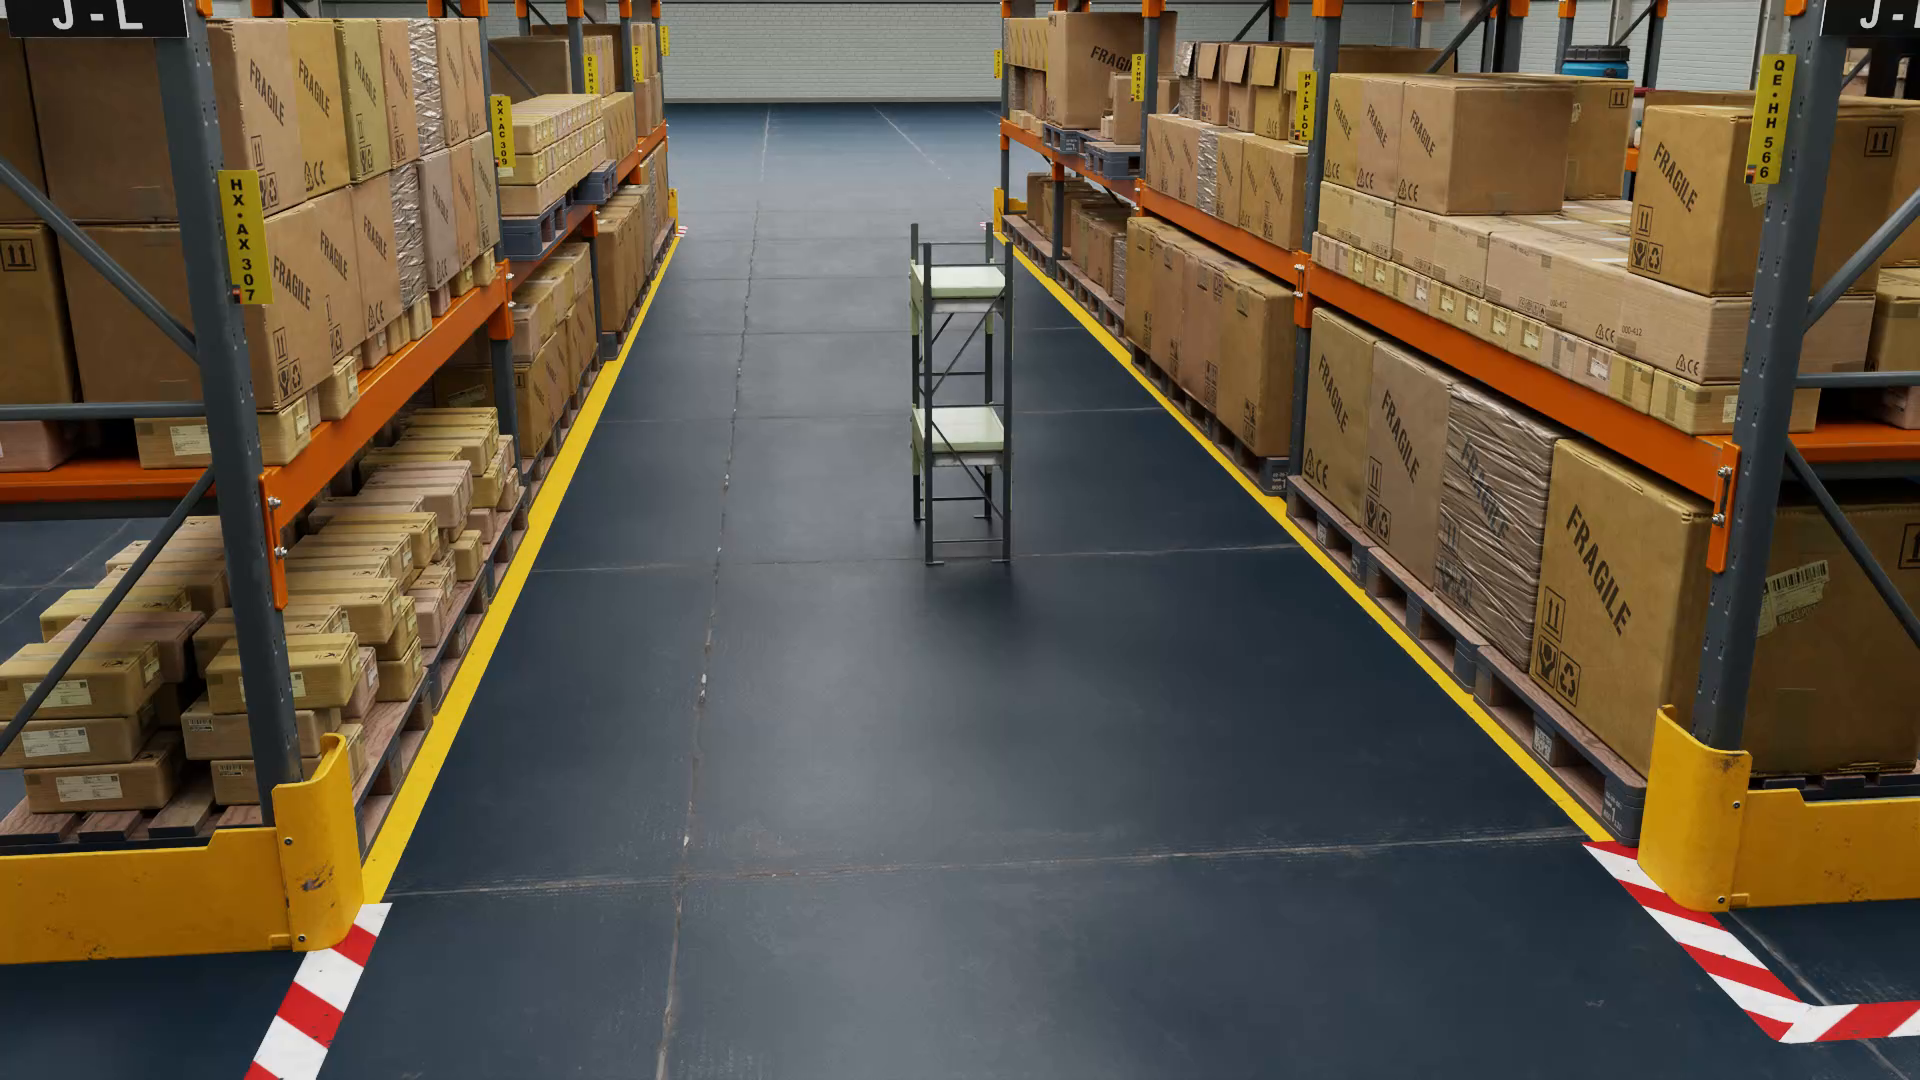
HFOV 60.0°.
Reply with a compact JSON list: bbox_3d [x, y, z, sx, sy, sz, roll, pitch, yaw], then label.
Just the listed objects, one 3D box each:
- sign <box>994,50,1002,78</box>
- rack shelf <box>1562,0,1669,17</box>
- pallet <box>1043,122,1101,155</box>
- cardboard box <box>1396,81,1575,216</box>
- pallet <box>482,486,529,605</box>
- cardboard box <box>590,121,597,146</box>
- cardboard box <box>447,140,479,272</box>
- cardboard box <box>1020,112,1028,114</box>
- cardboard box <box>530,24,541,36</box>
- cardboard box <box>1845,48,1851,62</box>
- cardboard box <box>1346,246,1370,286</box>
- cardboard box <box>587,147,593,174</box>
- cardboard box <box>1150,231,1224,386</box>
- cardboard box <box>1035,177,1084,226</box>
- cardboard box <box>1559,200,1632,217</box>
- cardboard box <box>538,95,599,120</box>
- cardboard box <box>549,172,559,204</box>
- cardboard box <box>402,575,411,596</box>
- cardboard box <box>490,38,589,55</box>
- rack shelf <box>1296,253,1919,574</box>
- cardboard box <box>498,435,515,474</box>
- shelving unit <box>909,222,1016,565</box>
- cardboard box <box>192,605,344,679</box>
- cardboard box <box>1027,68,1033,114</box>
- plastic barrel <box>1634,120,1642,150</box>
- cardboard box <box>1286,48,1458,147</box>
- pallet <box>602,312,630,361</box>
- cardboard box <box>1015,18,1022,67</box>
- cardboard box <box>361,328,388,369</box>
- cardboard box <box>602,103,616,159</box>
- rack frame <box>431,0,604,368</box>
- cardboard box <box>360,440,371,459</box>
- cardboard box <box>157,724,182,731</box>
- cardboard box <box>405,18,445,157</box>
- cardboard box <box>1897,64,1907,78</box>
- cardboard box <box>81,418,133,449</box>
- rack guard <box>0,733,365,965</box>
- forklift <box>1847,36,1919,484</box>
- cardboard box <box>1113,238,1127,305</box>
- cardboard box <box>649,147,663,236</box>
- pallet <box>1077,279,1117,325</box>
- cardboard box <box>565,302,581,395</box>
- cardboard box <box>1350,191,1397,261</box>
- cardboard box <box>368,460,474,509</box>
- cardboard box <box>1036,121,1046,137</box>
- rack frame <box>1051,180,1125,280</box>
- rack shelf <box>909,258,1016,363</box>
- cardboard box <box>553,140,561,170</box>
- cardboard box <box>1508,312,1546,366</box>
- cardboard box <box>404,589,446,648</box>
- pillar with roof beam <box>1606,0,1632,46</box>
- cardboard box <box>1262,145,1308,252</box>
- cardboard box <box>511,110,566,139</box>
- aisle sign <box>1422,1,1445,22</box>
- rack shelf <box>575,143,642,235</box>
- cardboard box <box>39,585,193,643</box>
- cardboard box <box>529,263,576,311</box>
[{"bbox_3d":[0.454,-5.599,19.559,0.100,0.325,0.005,-2,18,-6],"label":"sign"},{"bbox_3d":[6.539,-4.656,14.194,1.077,0.370,4.000,-2,18,-6],"label":"rack shelf"},{"bbox_3d":[1.341,-3.688,15.235,1.003,0.211,1.213,-2,18,-6],"label":"pallet"},{"bbox_3d":[2.128,-1.604,6.779,0.500,0.500,0.500,-2,18,-7],"label":"cardboard box"},{"bbox_3d":[-2.608,0.025,7.746,1.003,0.211,1.213,-2,18,-6],"label":"pallet"},{"bbox_3d":[-2.562,-2.628,10.762,0.380,0.149,0.250,-1,17,-4],"label":"cardboard box"},{"bbox_3d":[-2.329,-1.404,6.978,0.500,0.500,0.500,-2,18,-7],"label":"cardboard box"},{"bbox_3d":[0.869,-4.692,18.535,0.380,0.149,0.250,-2,18,-6],"label":"cardboard box"},{"bbox_3d":[-3.714,-4.746,16.234,0.875,0.550,0.550,-2,18,-6],"label":"cardboard box"},{"bbox_3d":[10.889,-6.019,20.010,0.700,0.500,0.500,-2,18,-5],"label":"cardboard box"},{"bbox_3d":[1.986,-1.253,7.579,0.380,0.149,0.250,-1,17,-4],"label":"cardboard box"},{"bbox_3d":[-2.544,-2.419,10.593,0.380,0.149,0.250,-2,18,-6],"label":"cardboard box"},{"bbox_3d":[1.954,-1.534,10.902,1.225,0.875,0.875,-2,18,-5],"label":"cardboard box"},{"bbox_3d":[1.137,-3.847,18.896,0.500,0.500,0.500,3,18,9],"label":"cardboard box"},{"bbox_3d":[2.647,-1.269,6.964,0.500,0.250,0.500,-1,17,-5],"label":"cardboard box"},{"bbox_3d":[-2.595,-2.854,10.985,0.380,0.149,0.250,-2,18,-6],"label":"cardboard box"},{"bbox_3d":[-2.352,-1.874,8.856,0.380,0.149,0.250,-2,18,-5],"label":"cardboard box"},{"bbox_3d":[-2.293,0.152,6.247,0.380,0.149,0.250,-1,17,-3],"label":"cardboard box"},{"bbox_3d":[-3.270,-3.659,12.987,0.700,0.500,0.500,-2,18,-6],"label":"cardboard box"},{"bbox_3d":[2.438,-0.689,6.564,1.077,0.370,4.000,-2,18,-6],"label":"rack shelf"},{"bbox_3d":[-2.364,-0.403,8.014,0.380,0.149,0.250,-1,17,-5],"label":"cardboard box"},{"bbox_3d":[-0.001,-0.718,7.959,0.431,1.500,0.755,-2,18,-6],"label":"shelving unit"},{"bbox_3d":[-2.164,0.318,5.221,0.380,0.149,0.250,-1,17,-5],"label":"cardboard box"},{"bbox_3d":[1.203,-4.932,18.217,0.875,0.500,0.500,-2,18,-6],"label":"cardboard box"},{"bbox_3d":[6.317,-3.699,15.183,0.301,0.262,0.301,0,17,0],"label":"plastic barrel"},{"bbox_3d":[2.157,-2.344,8.794,0.797,0.503,0.637,-2,18,-7],"label":"cardboard box"},{"bbox_3d":[-3.131,-1.603,12.931,1.003,0.211,1.213,-2,18,-6],"label":"pallet"},{"bbox_3d":[0.877,-5.399,18.035,0.500,0.500,0.500,-2,18,-6],"label":"cardboard box"},{"bbox_3d":[-2.213,-0.685,5.771,0.380,0.149,0.250,-2,18,-7],"label":"cardboard box"},{"bbox_3d":[-3.010,-3.188,13.157,0.500,0.500,0.500,-2,18,-6],"label":"cardboard box"},{"bbox_3d":[-3.125,-2.696,11.758,1.000,3.000,0.127,-2,18,-6],"label":"rack frame"},{"bbox_3d":[-2.838,-0.362,7.387,0.380,0.149,0.250,-2,18,-6],"label":"cardboard box"},{"bbox_3d":[-2.689,0.623,5.243,0.380,0.149,0.250,-1,17,-4],"label":"cardboard box"},{"bbox_3d":[-2.298,-1.733,6.356,0.500,0.500,0.500,-1,17,-4],"label":"cardboard box"},{"bbox_3d":[10.832,-5.284,18.749,0.380,0.149,0.250,-2,18,-5],"label":"cardboard box"},{"bbox_3d":[-2.603,-0.357,4.725,0.380,0.149,0.250,-2,18,-6],"label":"cardboard box"},{"bbox_3d":[-2.308,0.857,4.613,1.175,0.500,0.348,-2,18,-6],"label":"rack guard"},{"bbox_3d":[4.622,-1.483,8.008,1.130,2.935,3.031,-2,18,-7],"label":"forklift"},{"bbox_3d":[1.660,-2.201,13.618,0.700,0.500,0.500,-3,18,-10],"label":"cardboard box"},{"bbox_3d":[-3.722,-3.804,18.133,0.875,0.875,0.875,-2,18,-7],"label":"cardboard box"},{"bbox_3d":[1.617,-2.085,14.465,1.003,0.211,1.213,-2,18,-6],"label":"pallet"},{"bbox_3d":[-2.676,-1.204,10.477,0.500,0.500,0.500,-3,18,-8],"label":"cardboard box"},{"bbox_3d":[2.066,-1.402,7.388,0.500,0.250,0.500,-2,18,-6],"label":"cardboard box"},{"bbox_3d":[-2.249,-0.224,6.949,0.380,0.149,0.250,-3,18,-8],"label":"cardboard box"},{"bbox_3d":[0.973,-4.169,16.867,0.380,0.149,0.250,-2,18,-6],"label":"cardboard box"},{"bbox_3d":[1.406,-4.011,15.946,1.000,3.000,0.127,-2,18,-6],"label":"rack frame"},{"bbox_3d":[-0.001,-1.090,7.842,0.431,0.370,0.720,-2,18,-6],"label":"rack shelf"},{"bbox_3d":[-2.379,-2.090,9.049,0.380,0.149,0.250,-3,18,-8],"label":"cardboard box"},{"bbox_3d":[2.173,-0.716,5.870,0.380,0.149,0.250,-2,18,-7],"label":"cardboard box"},{"bbox_3d":[-2.154,0.302,6.265,0.380,0.149,0.250,-3,18,-8],"label":"cardboard box"},{"bbox_3d":[10.569,-13.572,36.385,9.100,9.000,0.400,-2,18,-6],"label":"pillar with roof beam"},{"bbox_3d":[1.912,-1.806,8.756,0.500,0.500,0.500,-2,18,-5],"label":"cardboard box"},{"bbox_3d":[-2.404,-2.311,9.254,0.380,0.149,0.250,-2,18,-6],"label":"cardboard box"},{"bbox_3d":[5.622,-6.609,19.880,0.394,0.787,0.004,-2,18,-6],"label":"aisle sign"},{"bbox_3d":[-3.331,-2.949,13.764,1.077,0.370,4.000,-2,18,-6],"label":"rack shelf"},{"bbox_3d":[-2.728,0.263,5.396,0.380,0.149,0.250,-2,18,-7],"label":"cardboard box"},{"bbox_3d":[-2.694,-1.564,10.372,0.500,0.250,0.500,-1,17,-4],"label":"cardboard box"}]
